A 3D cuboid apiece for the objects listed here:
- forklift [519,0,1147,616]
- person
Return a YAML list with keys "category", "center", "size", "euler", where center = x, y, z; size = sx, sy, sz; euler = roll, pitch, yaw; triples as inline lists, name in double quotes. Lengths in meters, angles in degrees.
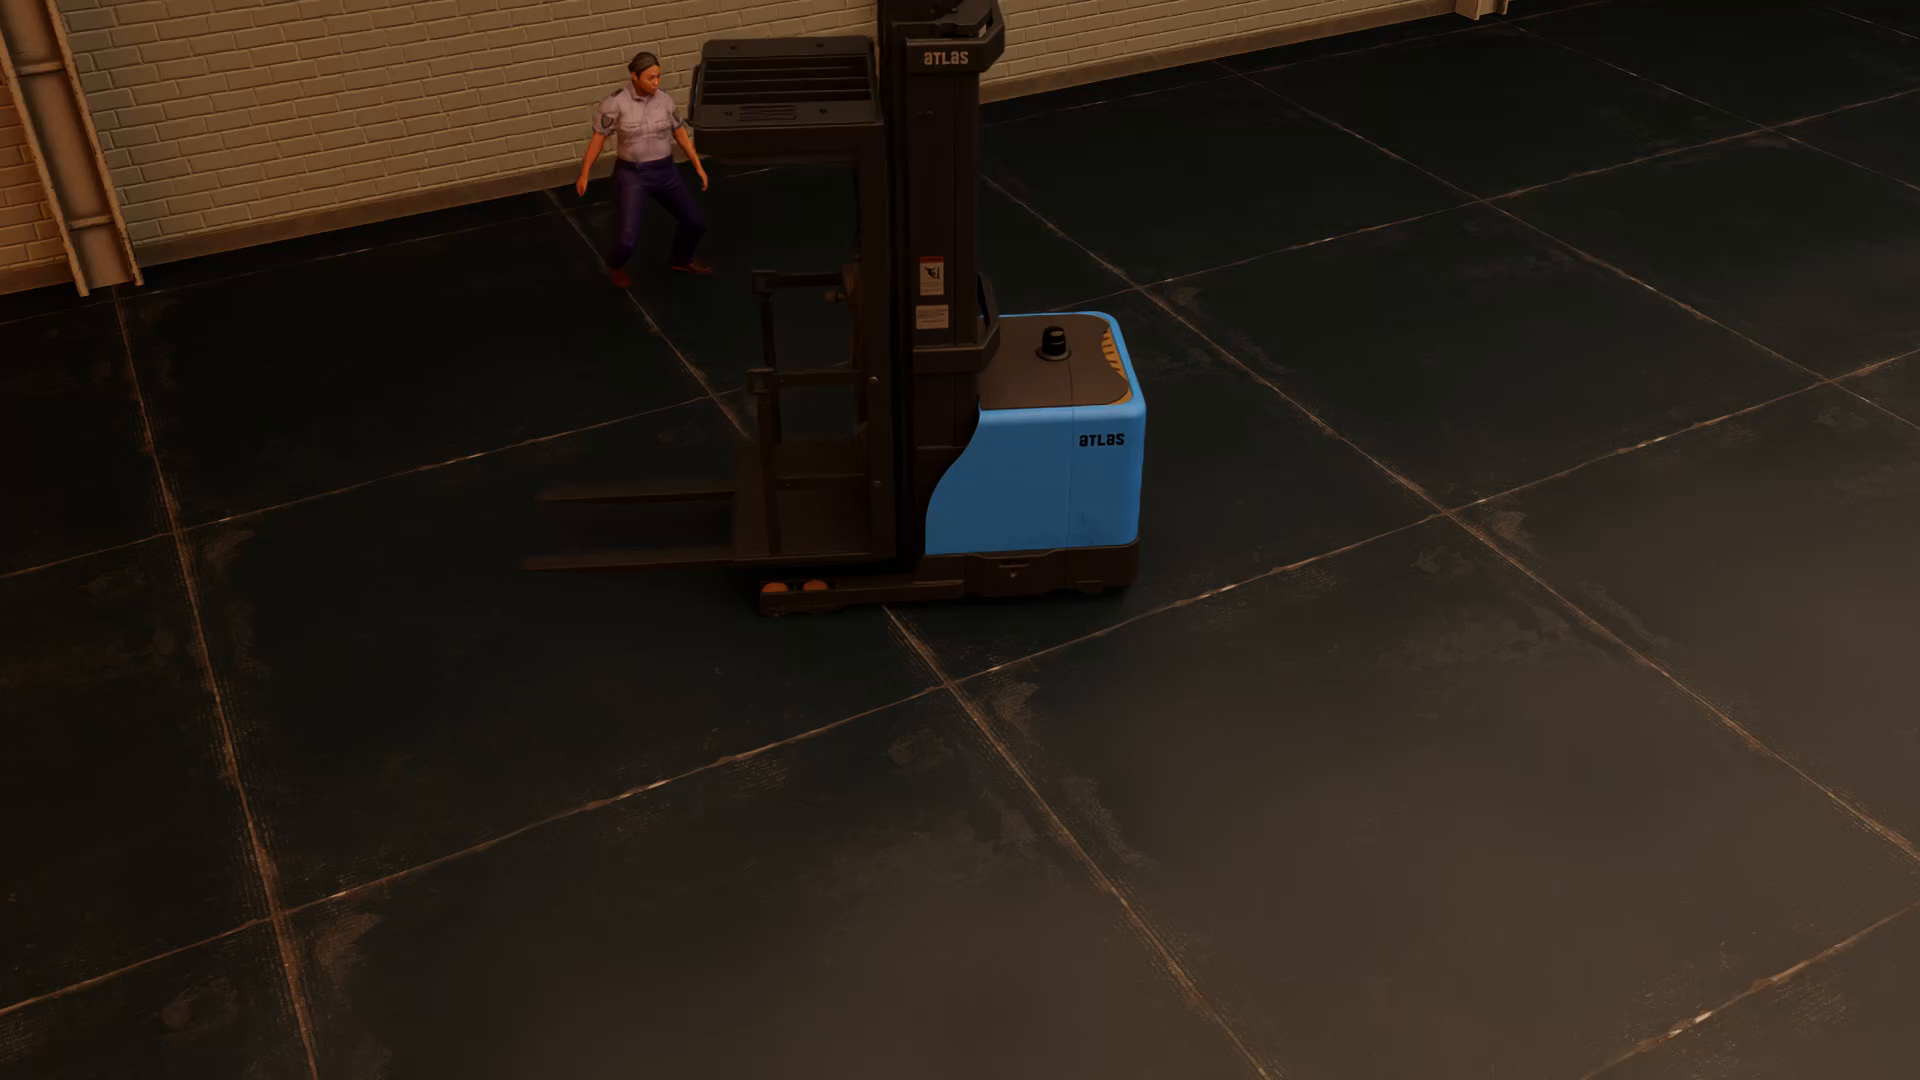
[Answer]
- category: "forklift"
  center: [-0.662, -1.142, 7.739]
  size: [3.031, 2.935, 1.130]
  euler: [-3, 35, -4]
- category: "person"
  center: [-2.025, -2.328, 10.613]
  size: [0.831, 1.571, 0.483]
  euler: [-17, 39, -23]
